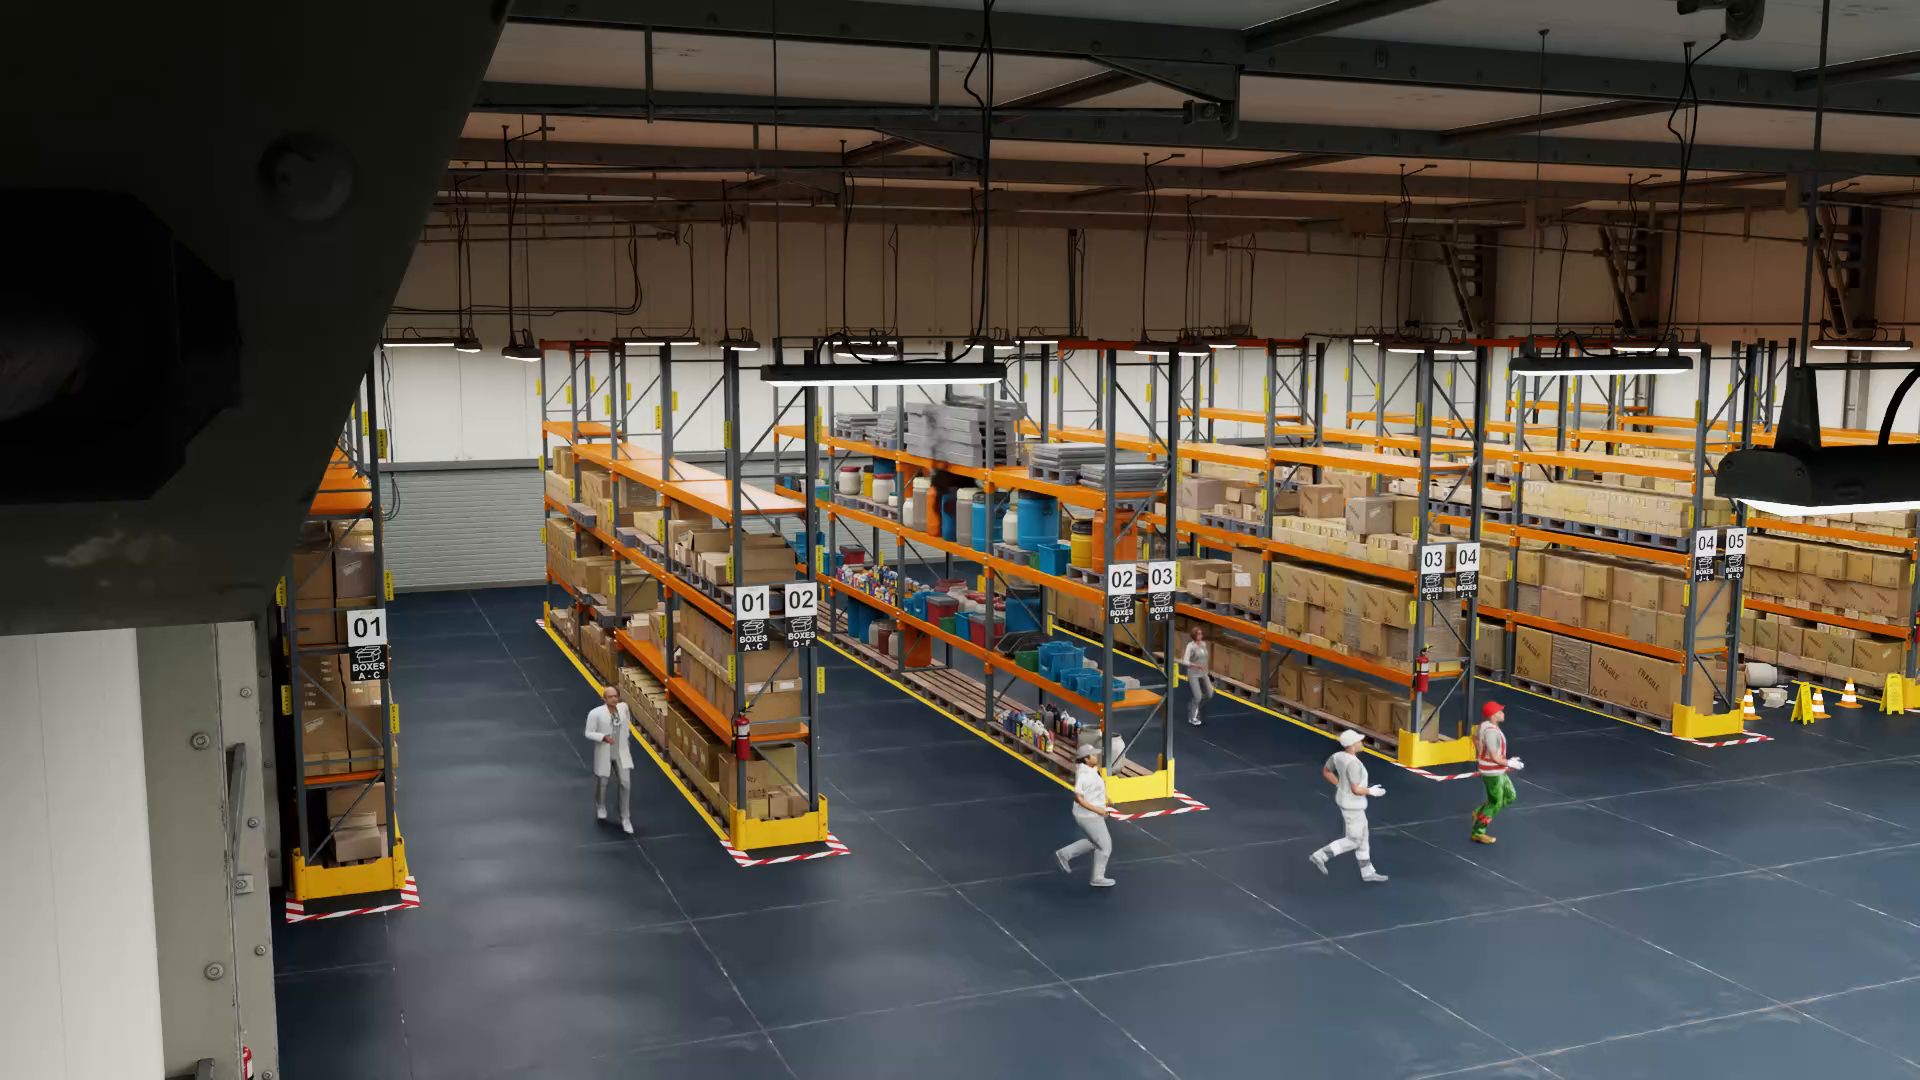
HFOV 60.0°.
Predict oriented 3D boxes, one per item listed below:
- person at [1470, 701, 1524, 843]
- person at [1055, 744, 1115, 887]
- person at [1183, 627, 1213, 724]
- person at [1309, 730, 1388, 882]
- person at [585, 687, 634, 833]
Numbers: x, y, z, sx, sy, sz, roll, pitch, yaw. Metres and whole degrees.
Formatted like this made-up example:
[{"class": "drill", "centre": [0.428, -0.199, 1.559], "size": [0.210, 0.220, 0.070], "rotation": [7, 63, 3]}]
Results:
[{"class": "person", "centre": [6.568, 2.829, 20.327], "size": [0.591, 1.748, 0.654], "rotation": [2, 8, 14]}, {"class": "person", "centre": [1.427, 3.098, 18.759], "size": [0.669, 1.621, 0.613], "rotation": [0, 7, 3]}, {"class": "person", "centre": [3.784, 2.150, 26.228], "size": [0.526, 1.556, 0.536], "rotation": [-5, 9, -31]}, {"class": "person", "centre": [4.398, 3.008, 18.764], "size": [0.947, 1.770, 0.655], "rotation": [-1, 7, -5]}, {"class": "person", "centre": [-4.414, 2.736, 20.949], "size": [0.643, 1.835, 0.936], "rotation": [-4, 8, -25]}]
